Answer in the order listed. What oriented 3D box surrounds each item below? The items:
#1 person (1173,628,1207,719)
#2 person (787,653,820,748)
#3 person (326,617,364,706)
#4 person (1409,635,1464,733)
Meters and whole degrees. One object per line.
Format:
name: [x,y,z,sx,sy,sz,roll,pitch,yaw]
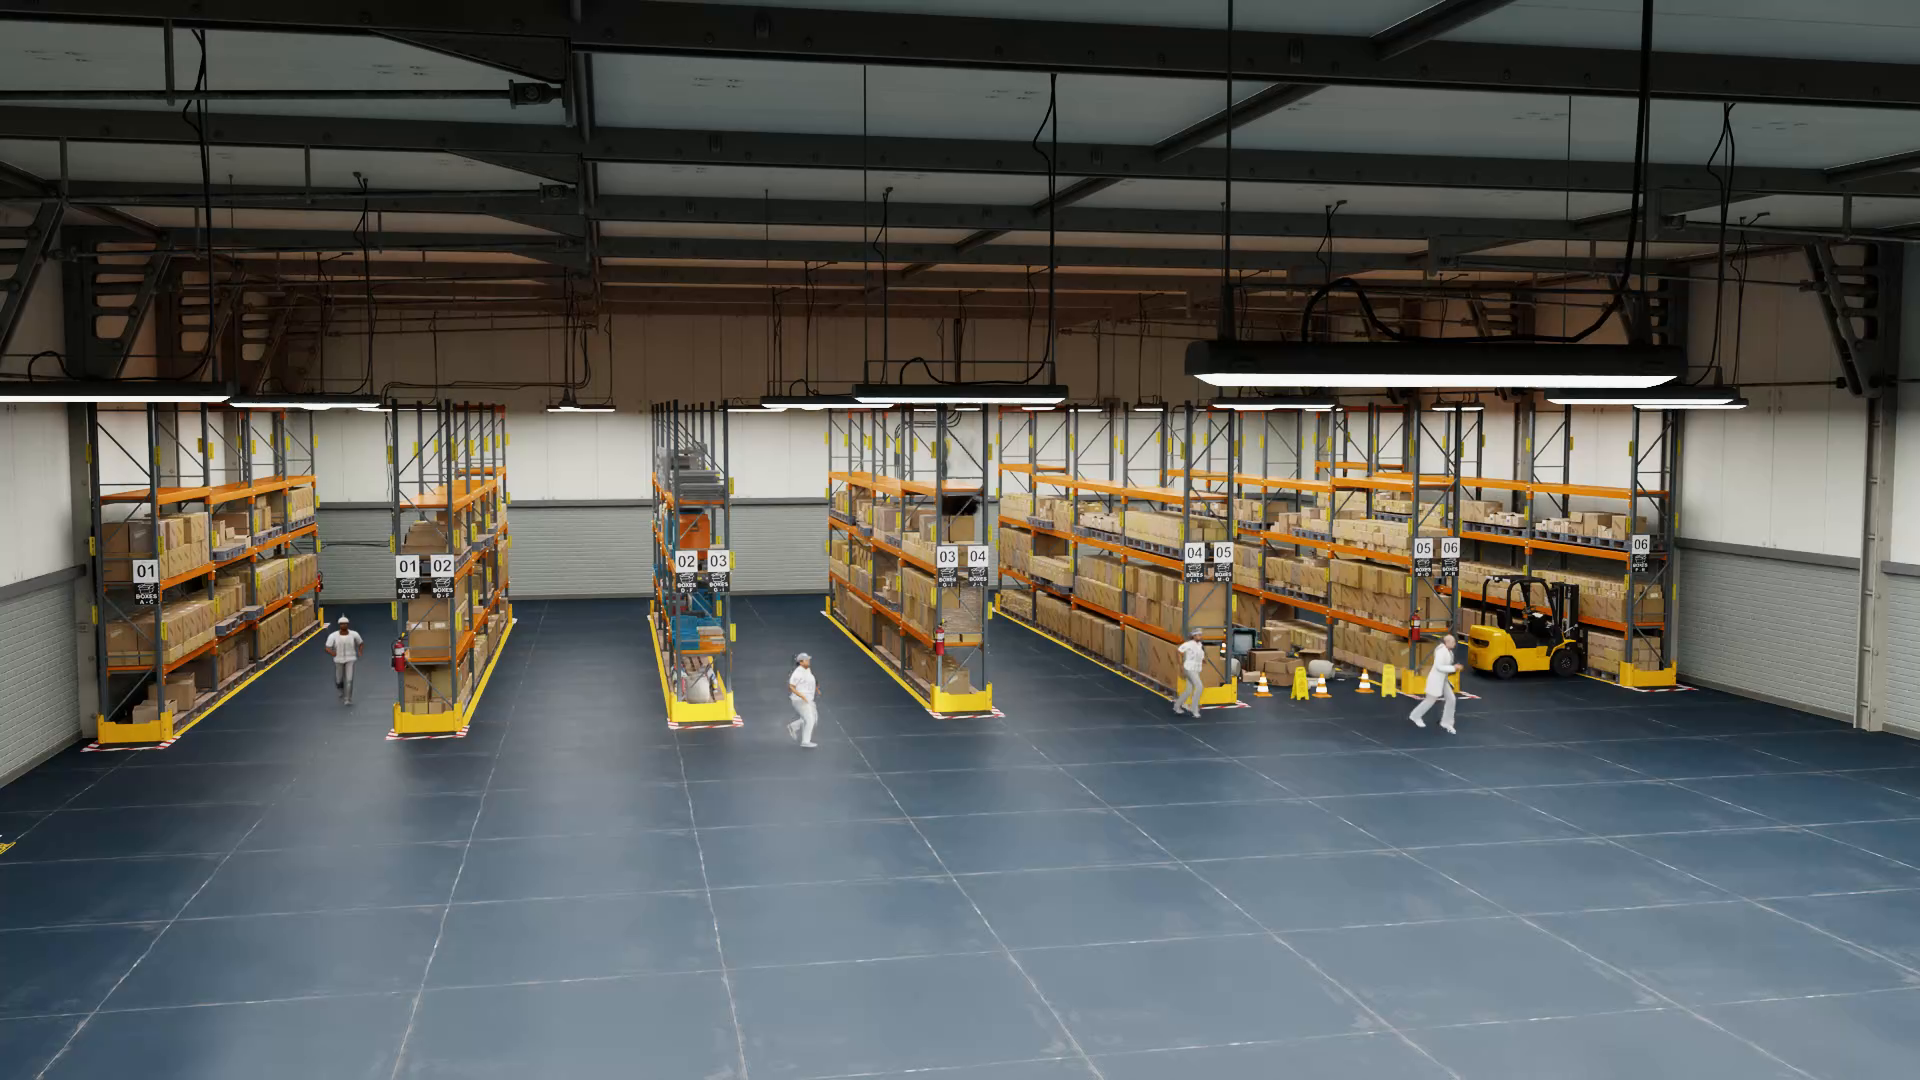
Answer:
person: [4.431,2.509,31.683,0.689,1.682,0.590,4,6,40]
person: [-2.719,2.754,28.647,0.576,1.624,0.601,2,5,19]
person: [-12.149,2.385,32.859,0.714,1.733,0.791,-2,5,-19]
person: [8.628,2.664,30.105,1.019,1.727,0.733,3,5,37]
